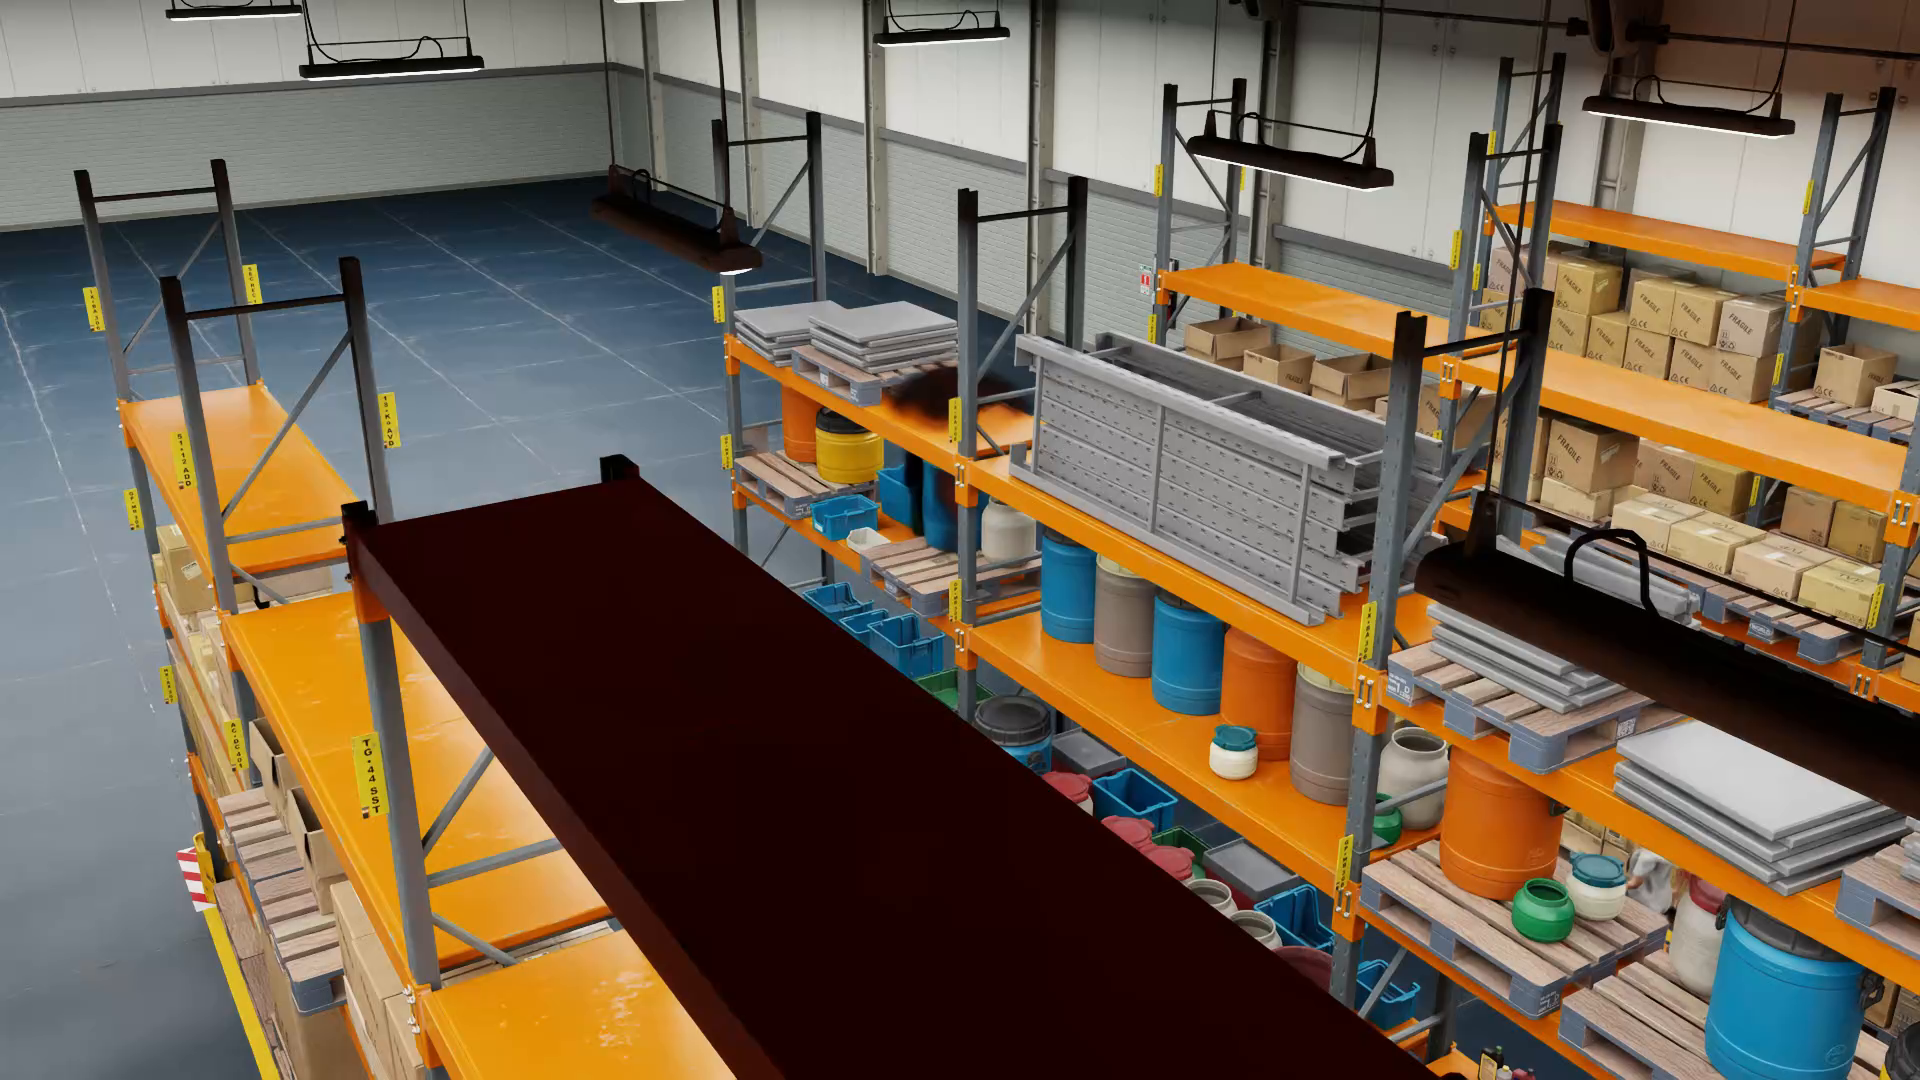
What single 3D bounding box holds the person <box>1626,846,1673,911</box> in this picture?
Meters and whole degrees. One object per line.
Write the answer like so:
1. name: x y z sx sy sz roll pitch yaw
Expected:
1. person: 5.151 2.457 12.356 0.526 0.593 0.320 -13 25 -29
